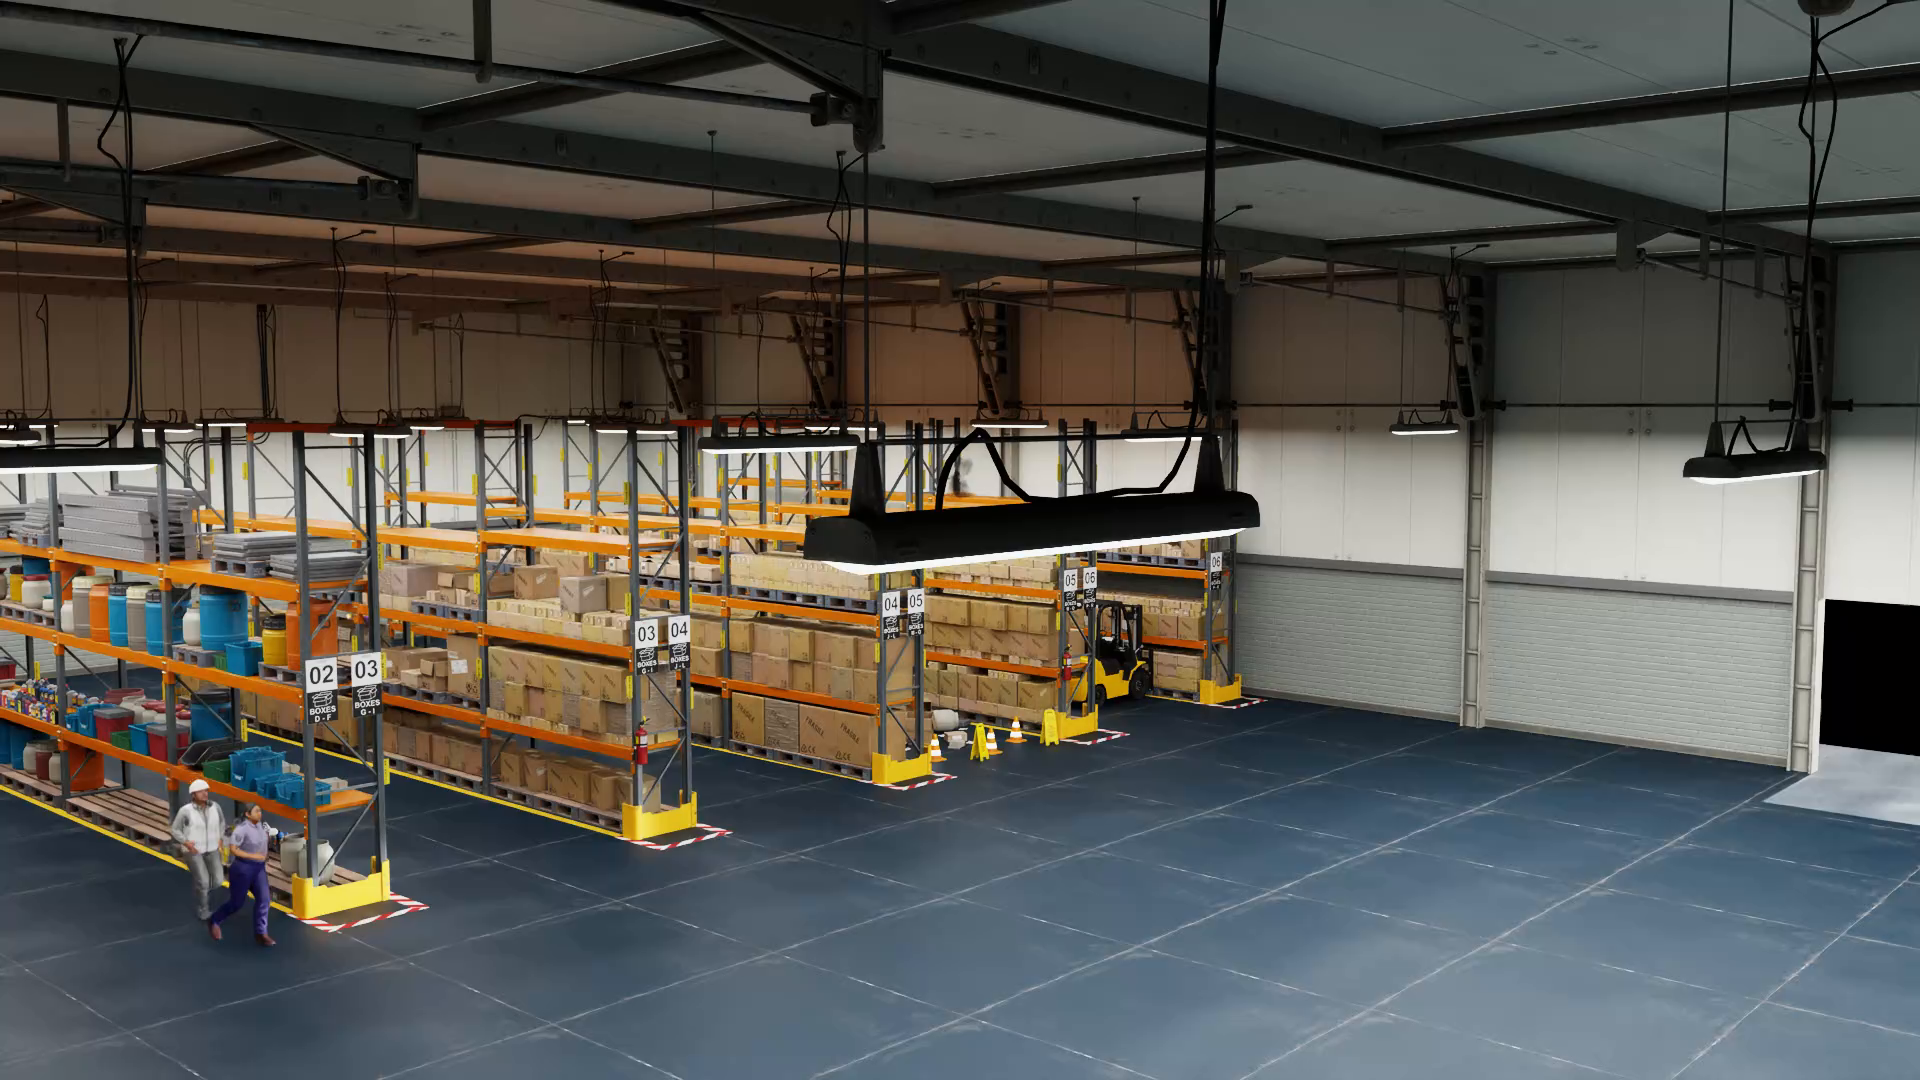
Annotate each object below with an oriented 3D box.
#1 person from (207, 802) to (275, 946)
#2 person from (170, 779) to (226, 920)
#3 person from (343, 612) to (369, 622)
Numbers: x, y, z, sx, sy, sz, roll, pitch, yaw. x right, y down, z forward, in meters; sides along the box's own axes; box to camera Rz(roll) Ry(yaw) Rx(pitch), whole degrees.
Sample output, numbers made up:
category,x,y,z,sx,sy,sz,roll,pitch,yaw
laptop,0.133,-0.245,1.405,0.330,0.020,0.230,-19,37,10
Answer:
category,x,y,z,sx,sy,sz,roll,pitch,yaw
person,-8.417,3.919,19.640,0.879,1.627,0.641,1,5,14
person,-9.361,3.795,20.481,0.604,1.729,0.677,4,6,41
person,-14.033,2.334,38.473,0.763,1.771,0.670,0,5,1
